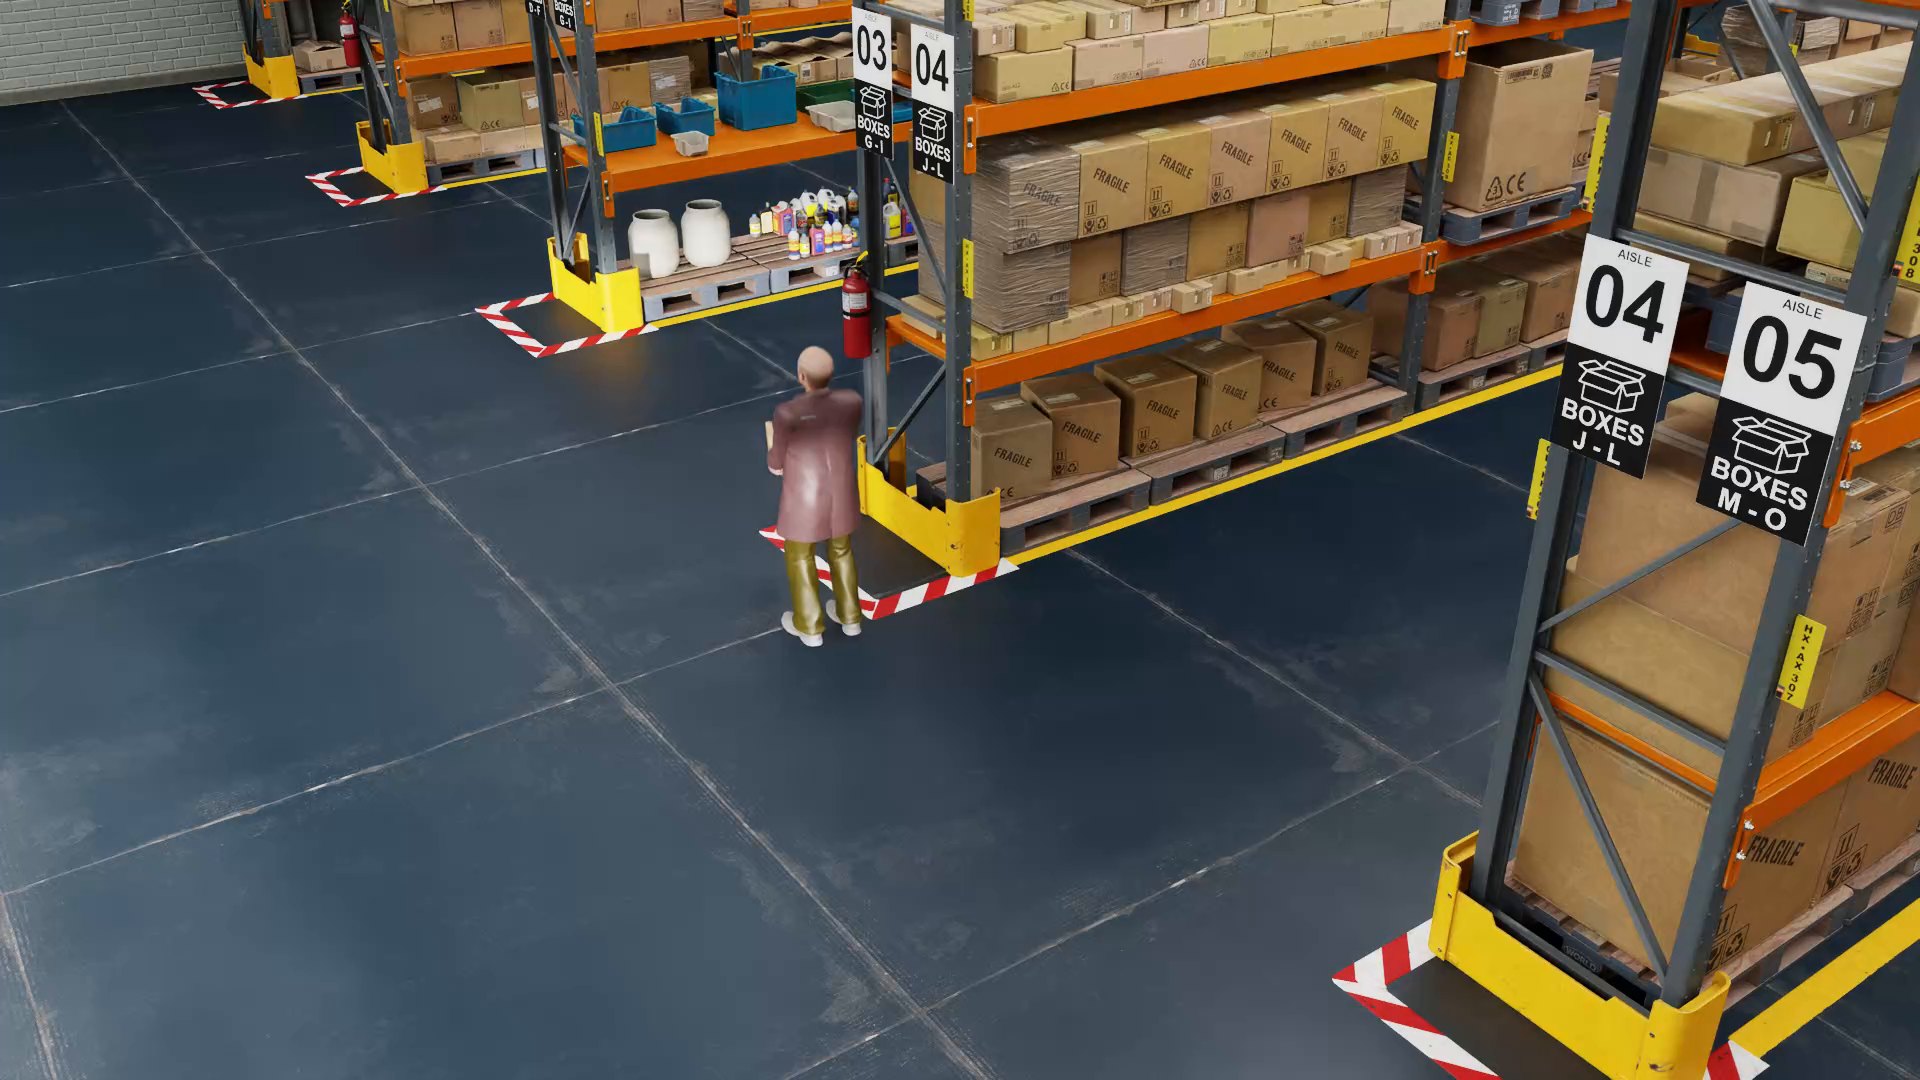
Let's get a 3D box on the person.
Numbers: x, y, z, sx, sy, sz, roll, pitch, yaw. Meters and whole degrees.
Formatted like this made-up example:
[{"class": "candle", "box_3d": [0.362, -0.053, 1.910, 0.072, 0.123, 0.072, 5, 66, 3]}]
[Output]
[{"class": "person", "box_3d": [-0.809, -0.290, 9.170, 0.566, 1.782, 0.499, -16, 32, -27]}]
